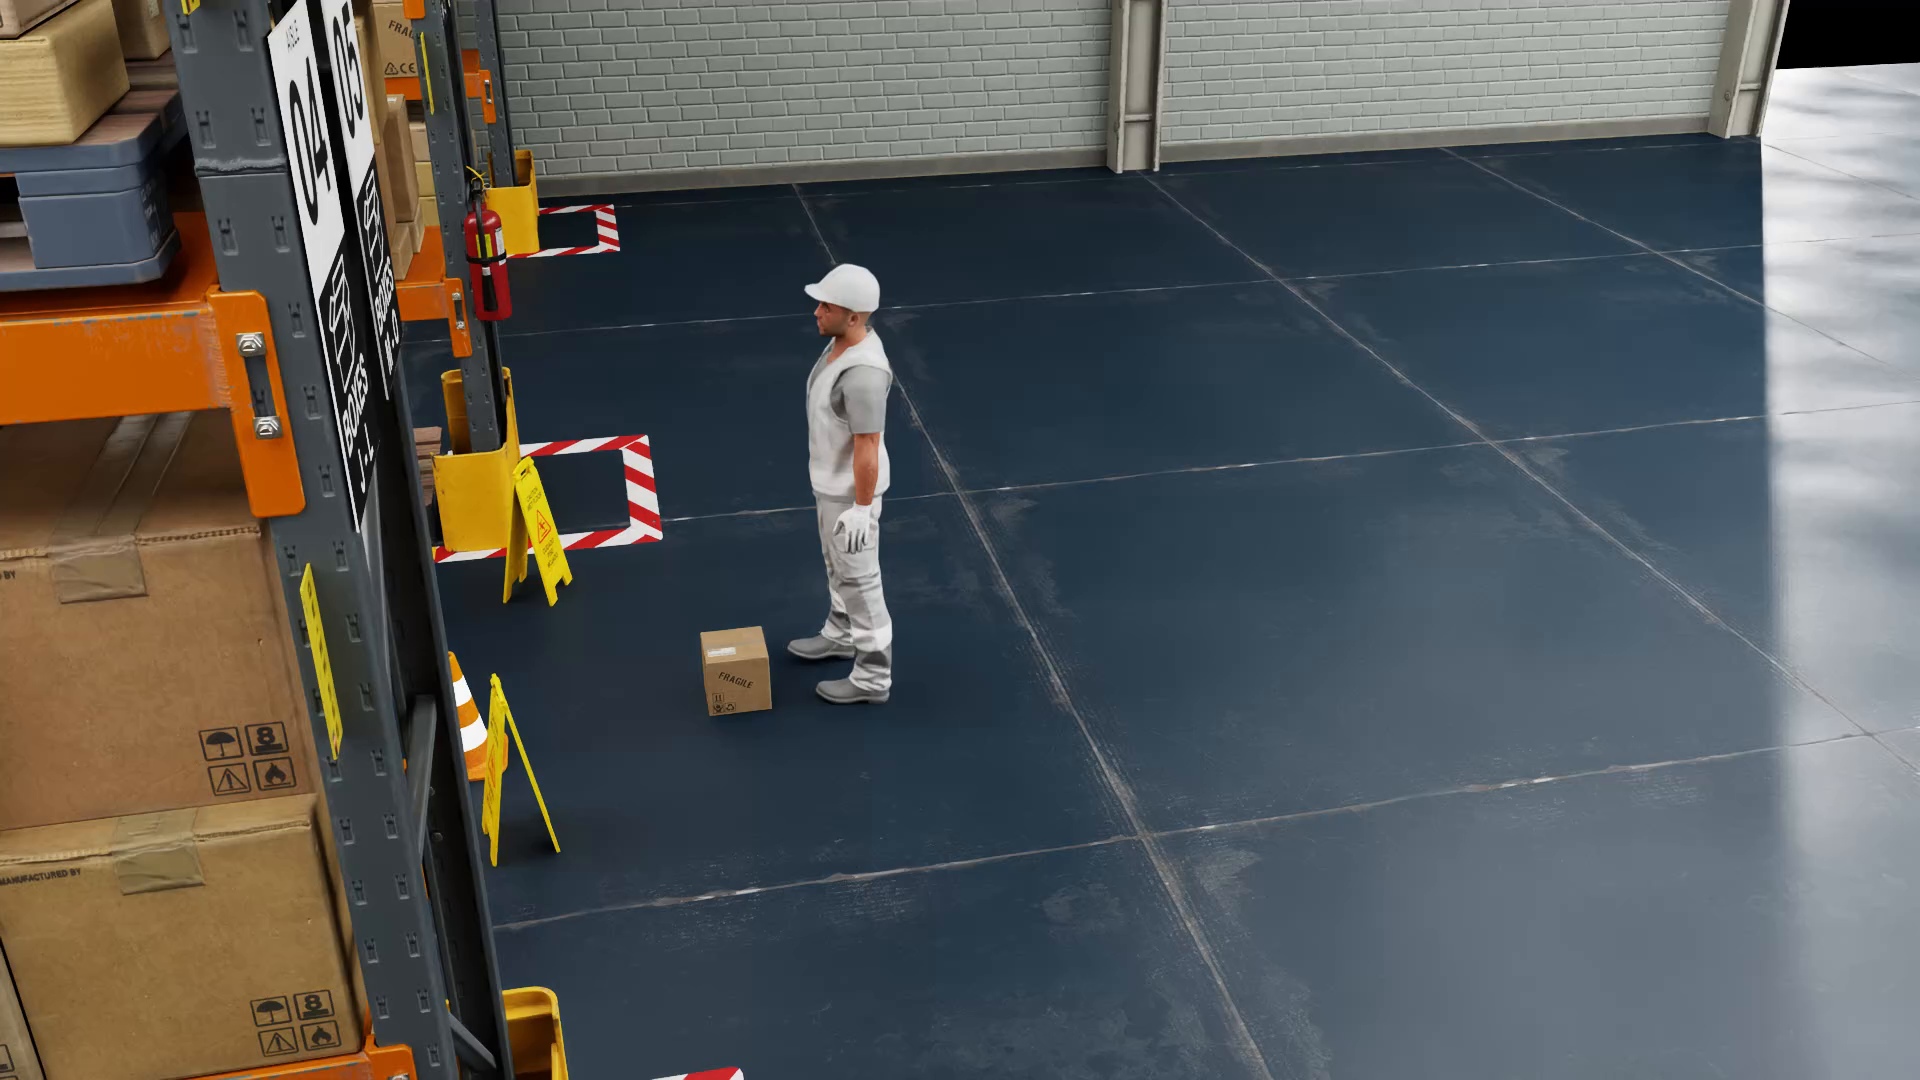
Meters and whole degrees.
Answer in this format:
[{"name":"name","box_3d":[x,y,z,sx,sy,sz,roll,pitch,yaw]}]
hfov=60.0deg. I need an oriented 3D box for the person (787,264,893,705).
[{"name":"person","box_3d":[-0.486,-0.207,6.494,0.440,1.790,0.576,-3,27,-7]}]
